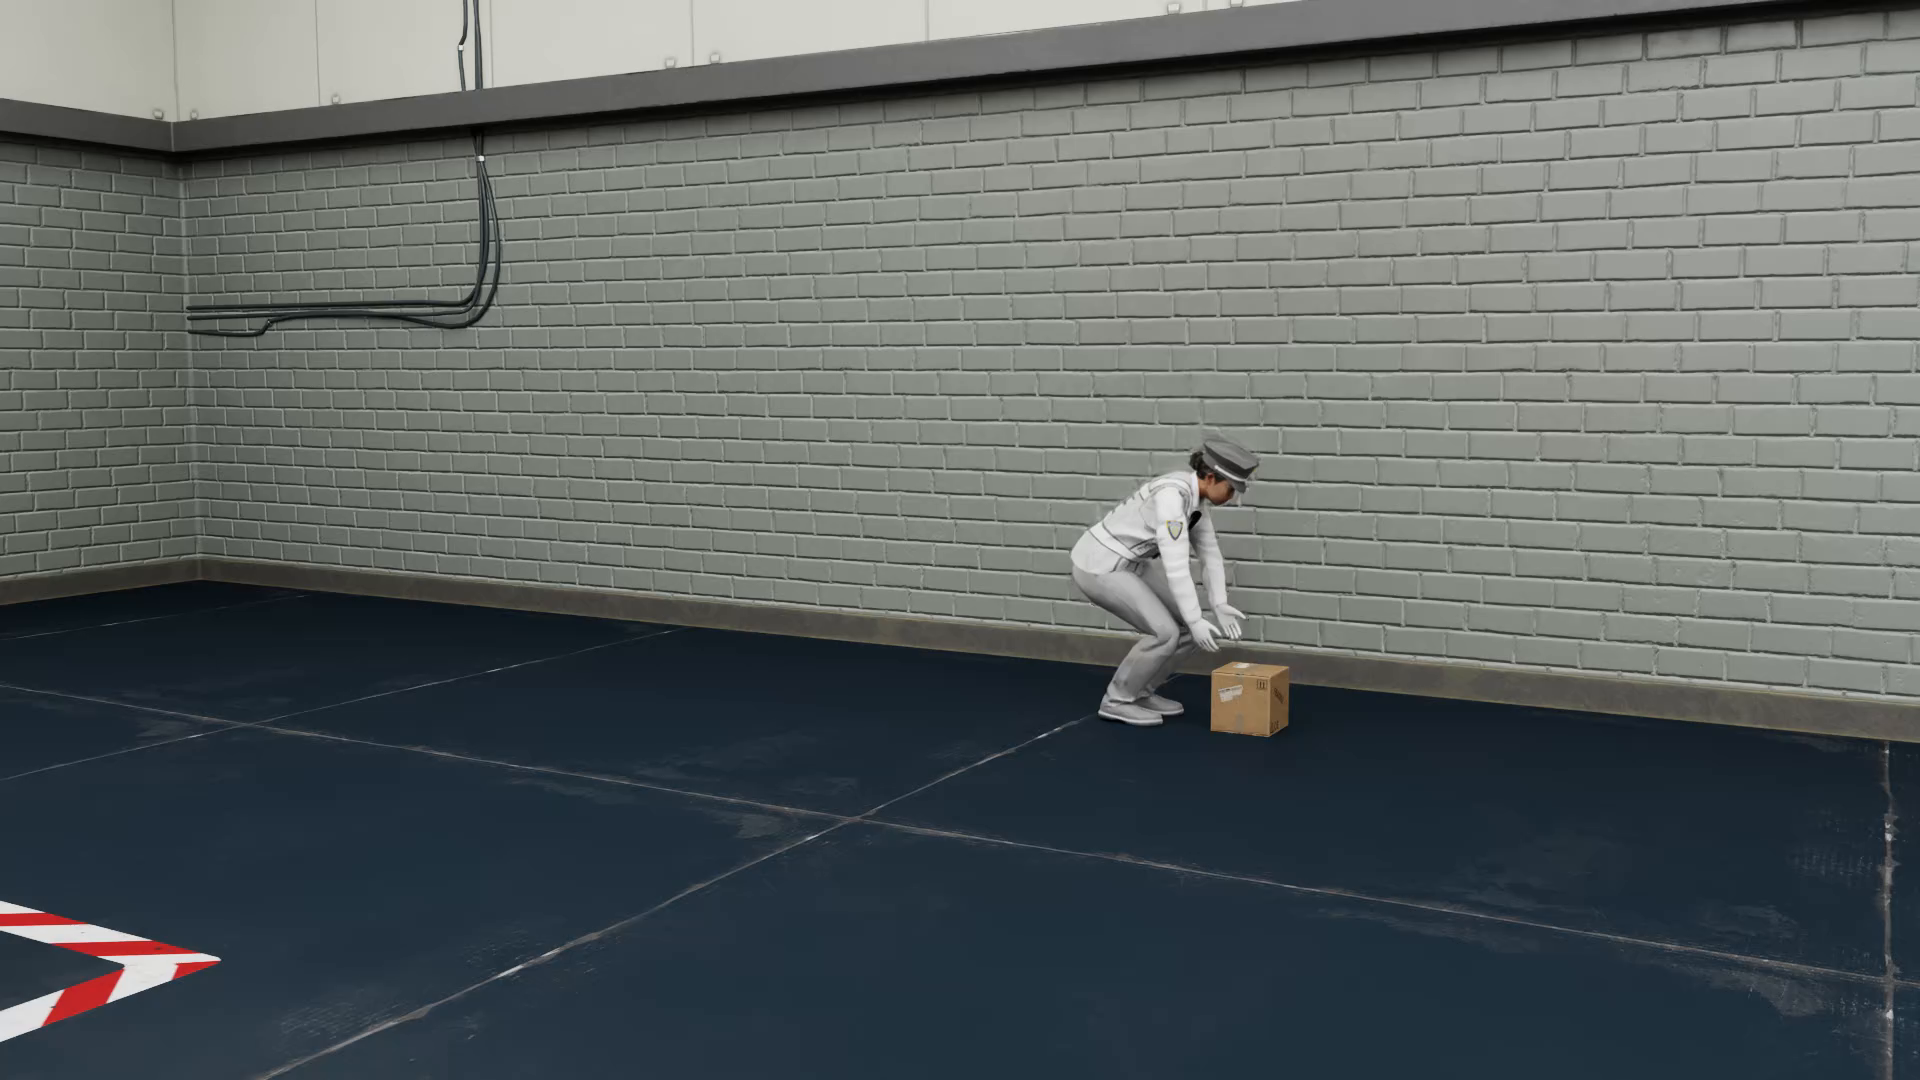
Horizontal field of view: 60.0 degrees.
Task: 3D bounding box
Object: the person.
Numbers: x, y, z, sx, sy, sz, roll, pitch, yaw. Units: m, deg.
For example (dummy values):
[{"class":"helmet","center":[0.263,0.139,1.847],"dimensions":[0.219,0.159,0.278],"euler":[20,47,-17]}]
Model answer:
[{"class":"person","center":[0.873,0.164,7.031],"dimensions":[0.787,1.203,0.526],"euler":[3,7,29]}]
